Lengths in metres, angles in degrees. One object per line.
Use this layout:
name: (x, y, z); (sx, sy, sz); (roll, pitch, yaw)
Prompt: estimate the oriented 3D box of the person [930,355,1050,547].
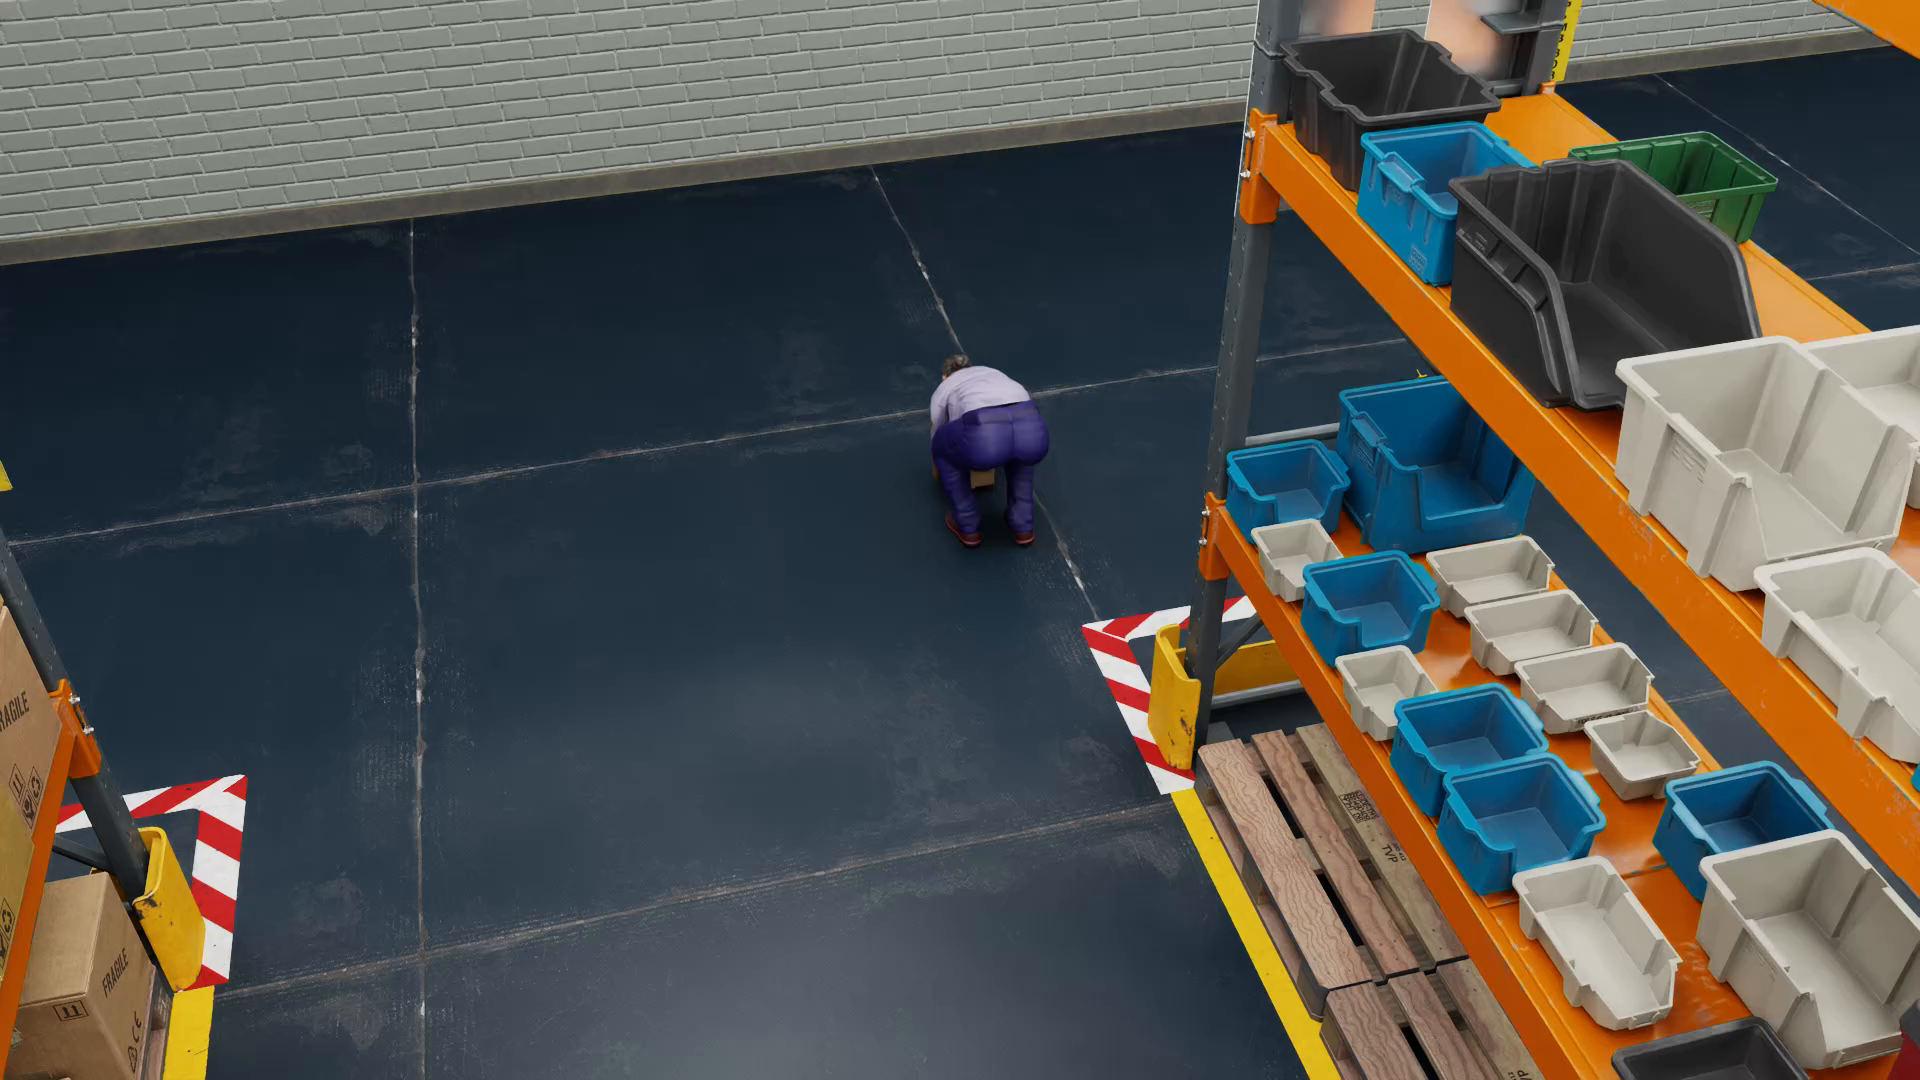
person: (0.109, -0.454, 7.938); (0.506, 0.854, 0.898); (-11, 40, -14)
